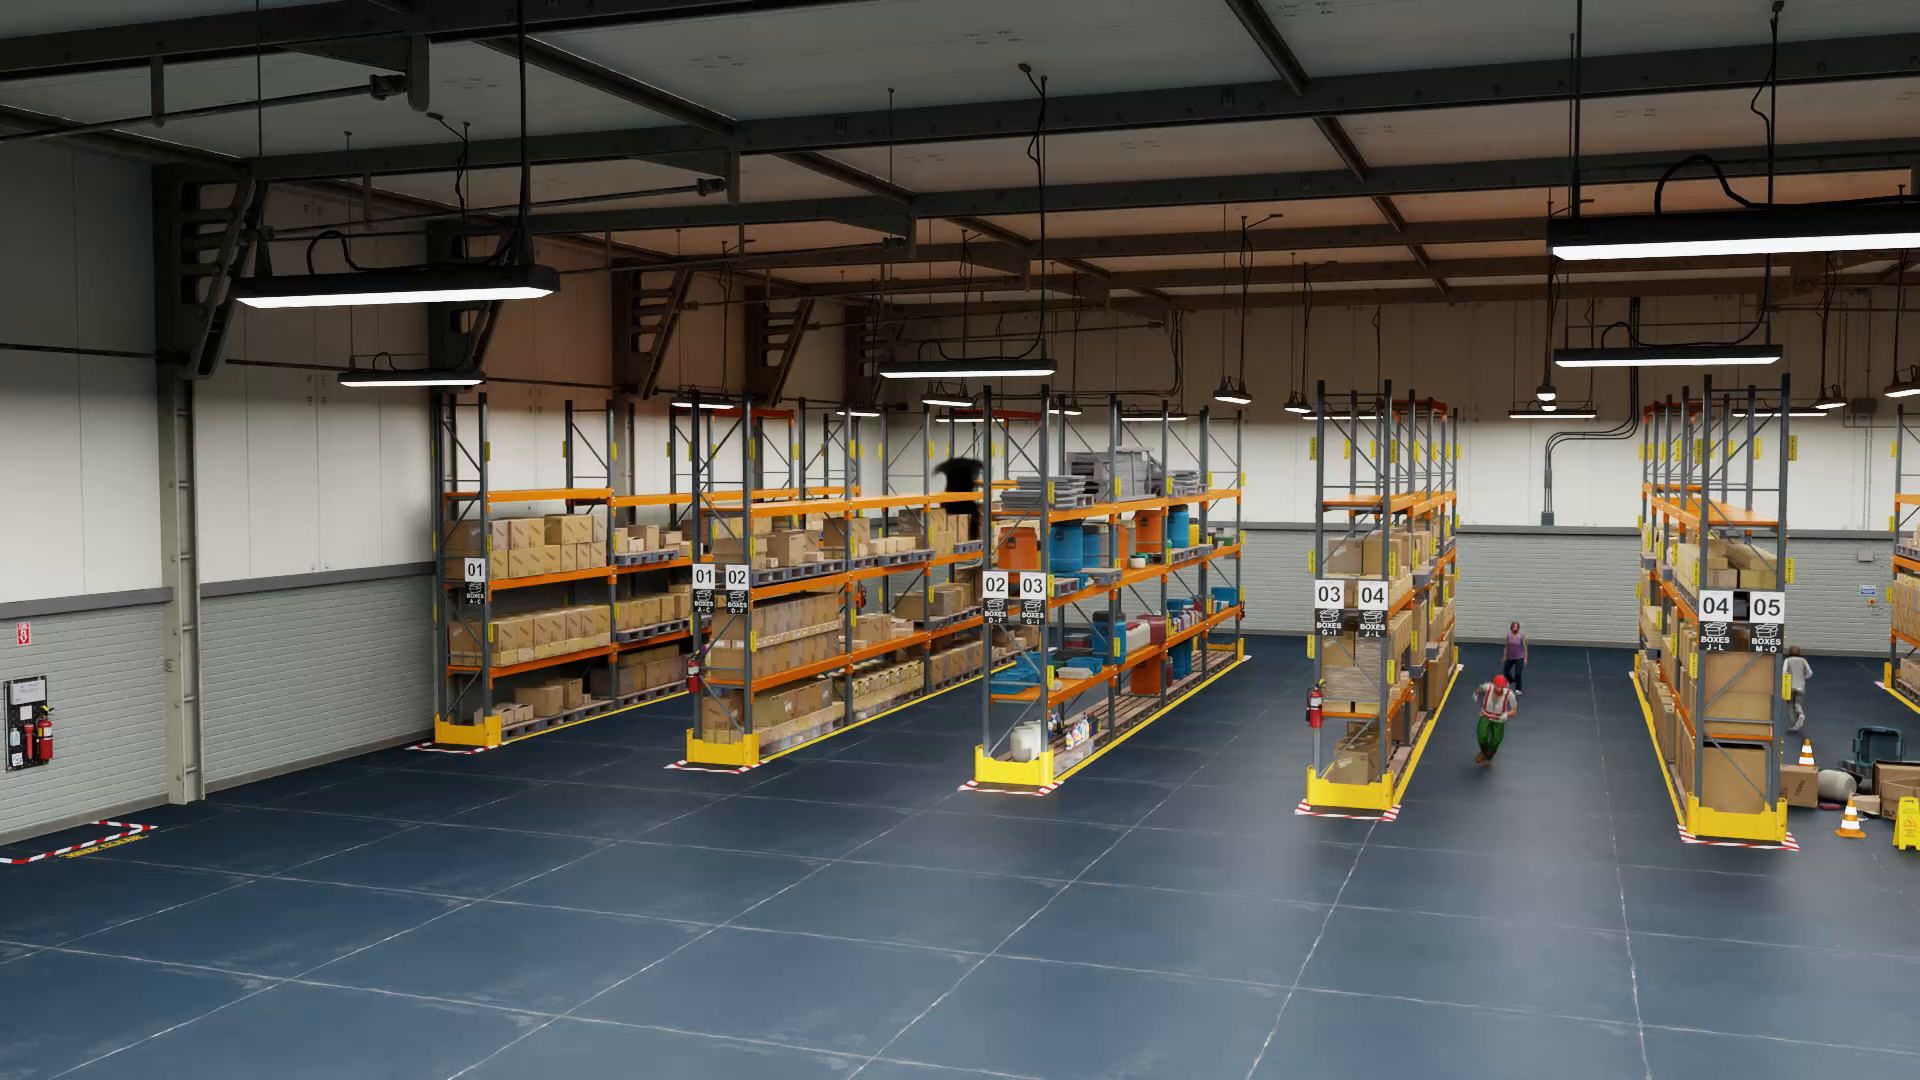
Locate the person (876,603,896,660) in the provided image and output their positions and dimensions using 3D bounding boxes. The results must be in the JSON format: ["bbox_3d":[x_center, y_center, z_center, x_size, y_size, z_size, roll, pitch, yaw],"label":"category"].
[{"bbox_3d":[-1.656,2.184,38.228,0.608,1.627,1.011,1,3,12],"label":"person"}]

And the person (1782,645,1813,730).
[{"bbox_3d":[14.971,2.660,29.765,0.539,1.534,0.575,1,3,13],"label":"person"}]

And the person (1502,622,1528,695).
[{"bbox_3d":[11.433,2.471,34.189,0.638,1.413,0.593,2,4,38],"label":"person"}]

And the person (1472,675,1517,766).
[{"bbox_3d":[8.369,2.832,26.049,0.662,1.531,1.012,1,3,17],"label":"person"}]

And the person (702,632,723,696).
[{"bbox_3d":[-4.497,2.512,30.691,0.698,1.738,0.735,0,3,3],"label":"person"}]
